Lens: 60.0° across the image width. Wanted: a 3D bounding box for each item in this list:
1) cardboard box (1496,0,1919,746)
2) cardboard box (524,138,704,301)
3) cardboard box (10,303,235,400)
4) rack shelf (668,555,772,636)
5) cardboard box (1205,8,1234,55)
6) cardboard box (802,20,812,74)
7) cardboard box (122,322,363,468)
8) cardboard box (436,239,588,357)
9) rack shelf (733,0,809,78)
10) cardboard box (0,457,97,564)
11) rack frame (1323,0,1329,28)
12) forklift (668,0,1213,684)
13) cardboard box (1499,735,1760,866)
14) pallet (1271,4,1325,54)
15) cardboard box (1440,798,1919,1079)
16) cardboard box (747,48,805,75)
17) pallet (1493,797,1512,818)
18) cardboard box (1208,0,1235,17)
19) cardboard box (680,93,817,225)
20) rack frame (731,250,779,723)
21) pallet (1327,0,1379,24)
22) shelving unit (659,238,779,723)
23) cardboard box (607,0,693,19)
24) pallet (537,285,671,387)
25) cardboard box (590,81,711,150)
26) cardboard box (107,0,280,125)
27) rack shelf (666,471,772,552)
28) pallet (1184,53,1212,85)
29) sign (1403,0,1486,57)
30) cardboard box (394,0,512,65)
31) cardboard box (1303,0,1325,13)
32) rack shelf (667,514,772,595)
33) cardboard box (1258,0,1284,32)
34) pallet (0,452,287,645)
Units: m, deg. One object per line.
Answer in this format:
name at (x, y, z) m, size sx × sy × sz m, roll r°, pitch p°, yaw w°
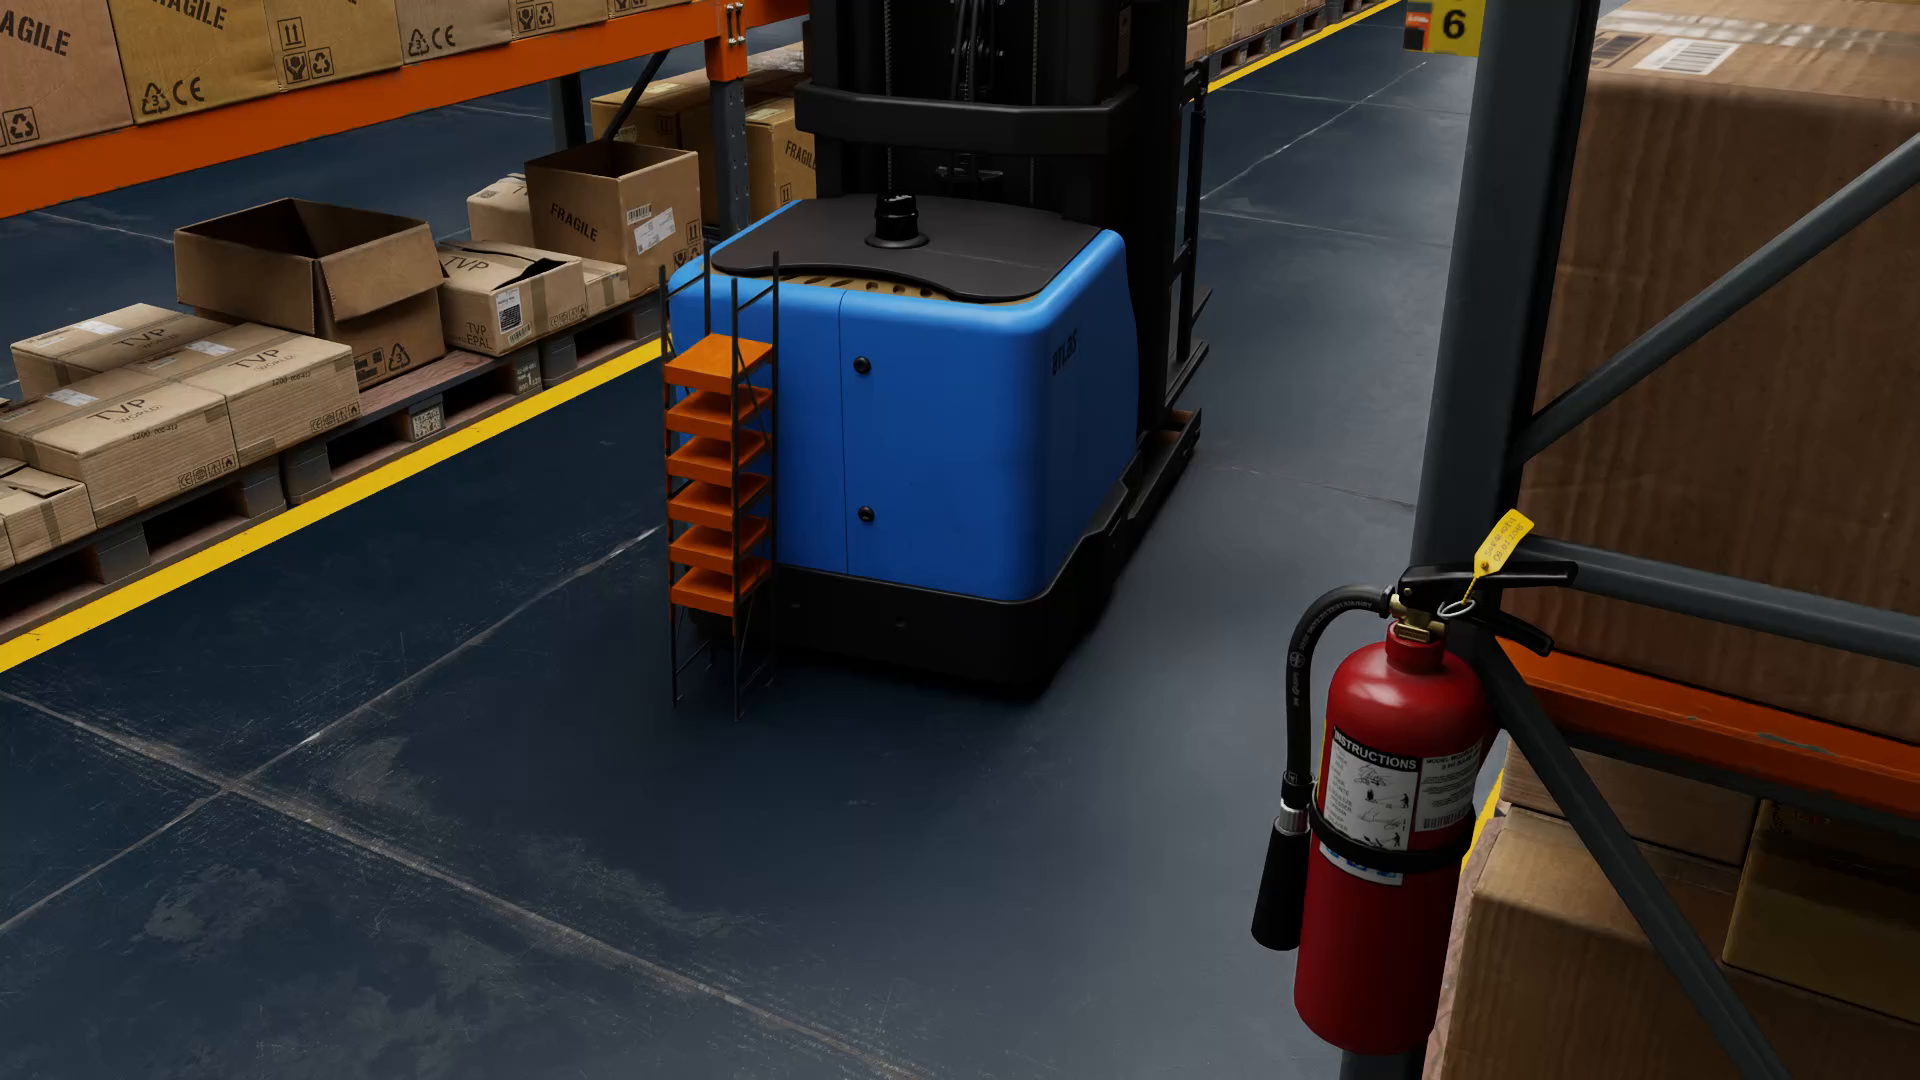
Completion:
cardboard box at (1.208, -0.226, 2.015) m, size 0.980 × 0.700 × 0.700 m, roll 16°, pitch 31°, yaw 28°
cardboard box at (-1.415, -1.333, 6.864) m, size 0.500 × 0.500 × 0.500 m, roll 14°, pitch 30°, yaw 26°
cardboard box at (-2.803, -0.577, 5.632) m, size 0.500 × 0.250 × 0.500 m, roll 14°, pitch 30°, yaw 26°
rack shelf at (-0.608, 0.126, 4.282) m, size 0.180 × 0.103 × 0.258 m, roll 12°, pitch 29°, yaw 16°
cardboard box at (1.597, -3.596, 11.684) m, size 0.500 × 0.250 × 0.500 m, roll 13°, pitch 30°, yaw 25°
cardboard box at (-0.439, -2.478, 8.312) m, size 0.500 × 0.250 × 0.500 m, roll 14°, pitch 30°, yaw 26°
cardboard box at (-2.343, -0.486, 5.451) m, size 0.500 × 0.250 × 0.500 m, roll 14°, pitch 30°, yaw 26°
cardboard box at (-1.784, -0.957, 6.322) m, size 0.500 × 0.311 × 0.500 m, roll 14°, pitch 30°, yaw 26°
rack shelf at (-0.398, -2.997, 8.689) m, size 1.077 × 0.370 × 4.000 m, roll 14°, pitch 30°, yaw 26°
cardboard box at (-2.721, -0.095, 4.762) m, size 0.380 × 0.166 × 0.250 m, roll 14°, pitch 30°, yaw 26°
rack frame at (2.554, -5.657, 13.199) m, size 1.000 × 3.000 × 0.127 m, roll 14°, pitch 30°, yaw 26°
forklift at (0.209, -1.574, 5.120) m, size 1.130 × 2.935 × 3.031 m, roll 9°, pitch 28°, yaw 17°
cardboard box at (1.127, 0.364, 2.770) m, size 0.380 × 0.149 × 0.250 m, roll 14°, pitch 30°, yaw 26°
pallet at (2.226, -4.114, 13.233) m, size 1.003 × 0.211 × 1.213 m, roll 14°, pitch 30°, yaw 26°
cardboard box at (1.223, 0.744, 2.735) m, size 0.700 × 0.500 × 0.500 m, roll 14°, pitch 30°, yaw 26°
cardboard box at (-0.891, -2.260, 8.714) m, size 0.500 × 0.500 × 0.500 m, roll 15°, pitch 30°, yaw 27°
pallet at (1.892, 0.554, 3.908) m, size 1.003 × 0.211 × 1.213 m, roll 14°, pitch 30°, yaw 26°
cardboard box at (1.604, -3.851, 11.568) m, size 0.500 × 0.311 × 0.500 m, roll 13°, pitch 30°, yaw 25°
cardboard box at (-0.931, -1.753, 7.702) m, size 0.500 × 0.500 × 0.500 m, roll 13°, pitch 29°, yaw 24°
rack frame at (-0.506, -0.107, 4.125) m, size 0.006 × 1.200 × 0.240 m, roll 12°, pitch 29°, yaw 16°
pallet at (2.982, -4.711, 14.424) m, size 1.003 × 0.211 × 1.213 m, roll 14°, pitch 30°, yaw 26°
shelving unit at (-0.592, -0.126, 4.150) m, size 0.189 × 1.200 × 0.258 m, roll 12°, pitch 29°, yaw 16°
cardboard box at (-1.404, -2.332, 6.447) m, size 0.500 × 0.500 × 0.500 m, roll 15°, pitch 30°, yaw 27°
pallet at (-1.720, -1.025, 7.061) m, size 1.003 × 0.211 × 1.213 m, roll 14°, pitch 30°, yaw 26°
cardboard box at (-1.388, -1.873, 7.942) m, size 0.500 × 0.500 × 0.500 m, roll 14°, pitch 30°, yaw 26°
cardboard box at (-2.403, -1.537, 4.858) m, size 0.500 × 0.500 × 0.500 m, roll 14°, pitch 30°, yaw 26°
rack shelf at (-0.595, -0.086, 4.171) m, size 0.180 × 0.103 × 0.258 m, roll 12°, pitch 29°, yaw 16°
pallet at (1.025, -3.163, 11.333) m, size 1.003 × 0.211 × 1.213 m, roll 14°, pitch 30°, yaw 26°
sign at (0.500, -0.639, 1.618) m, size 0.100 × 0.325 × 0.005 m, roll 14°, pitch 30°, yaw 26°
cardboard box at (-1.907, -1.930, 5.644) m, size 0.500 × 0.500 × 0.500 m, roll 15°, pitch 30°, yaw 27°
cardboard box at (2.602, -4.390, 13.270) m, size 0.500 × 0.250 × 0.500 m, roll 14°, pitch 30°, yaw 26°
rack shelf at (-0.602, 0.020, 4.226) m, size 0.180 × 0.103 × 0.258 m, roll 12°, pitch 29°, yaw 16°
cardboard box at (2.101, -3.993, 12.479) m, size 0.500 × 0.250 × 0.500 m, roll 15°, pitch 30°, yaw 27°
pallet at (-2.920, -0.074, 5.161) m, size 1.003 × 0.211 × 1.213 m, roll 14°, pitch 30°, yaw 26°
